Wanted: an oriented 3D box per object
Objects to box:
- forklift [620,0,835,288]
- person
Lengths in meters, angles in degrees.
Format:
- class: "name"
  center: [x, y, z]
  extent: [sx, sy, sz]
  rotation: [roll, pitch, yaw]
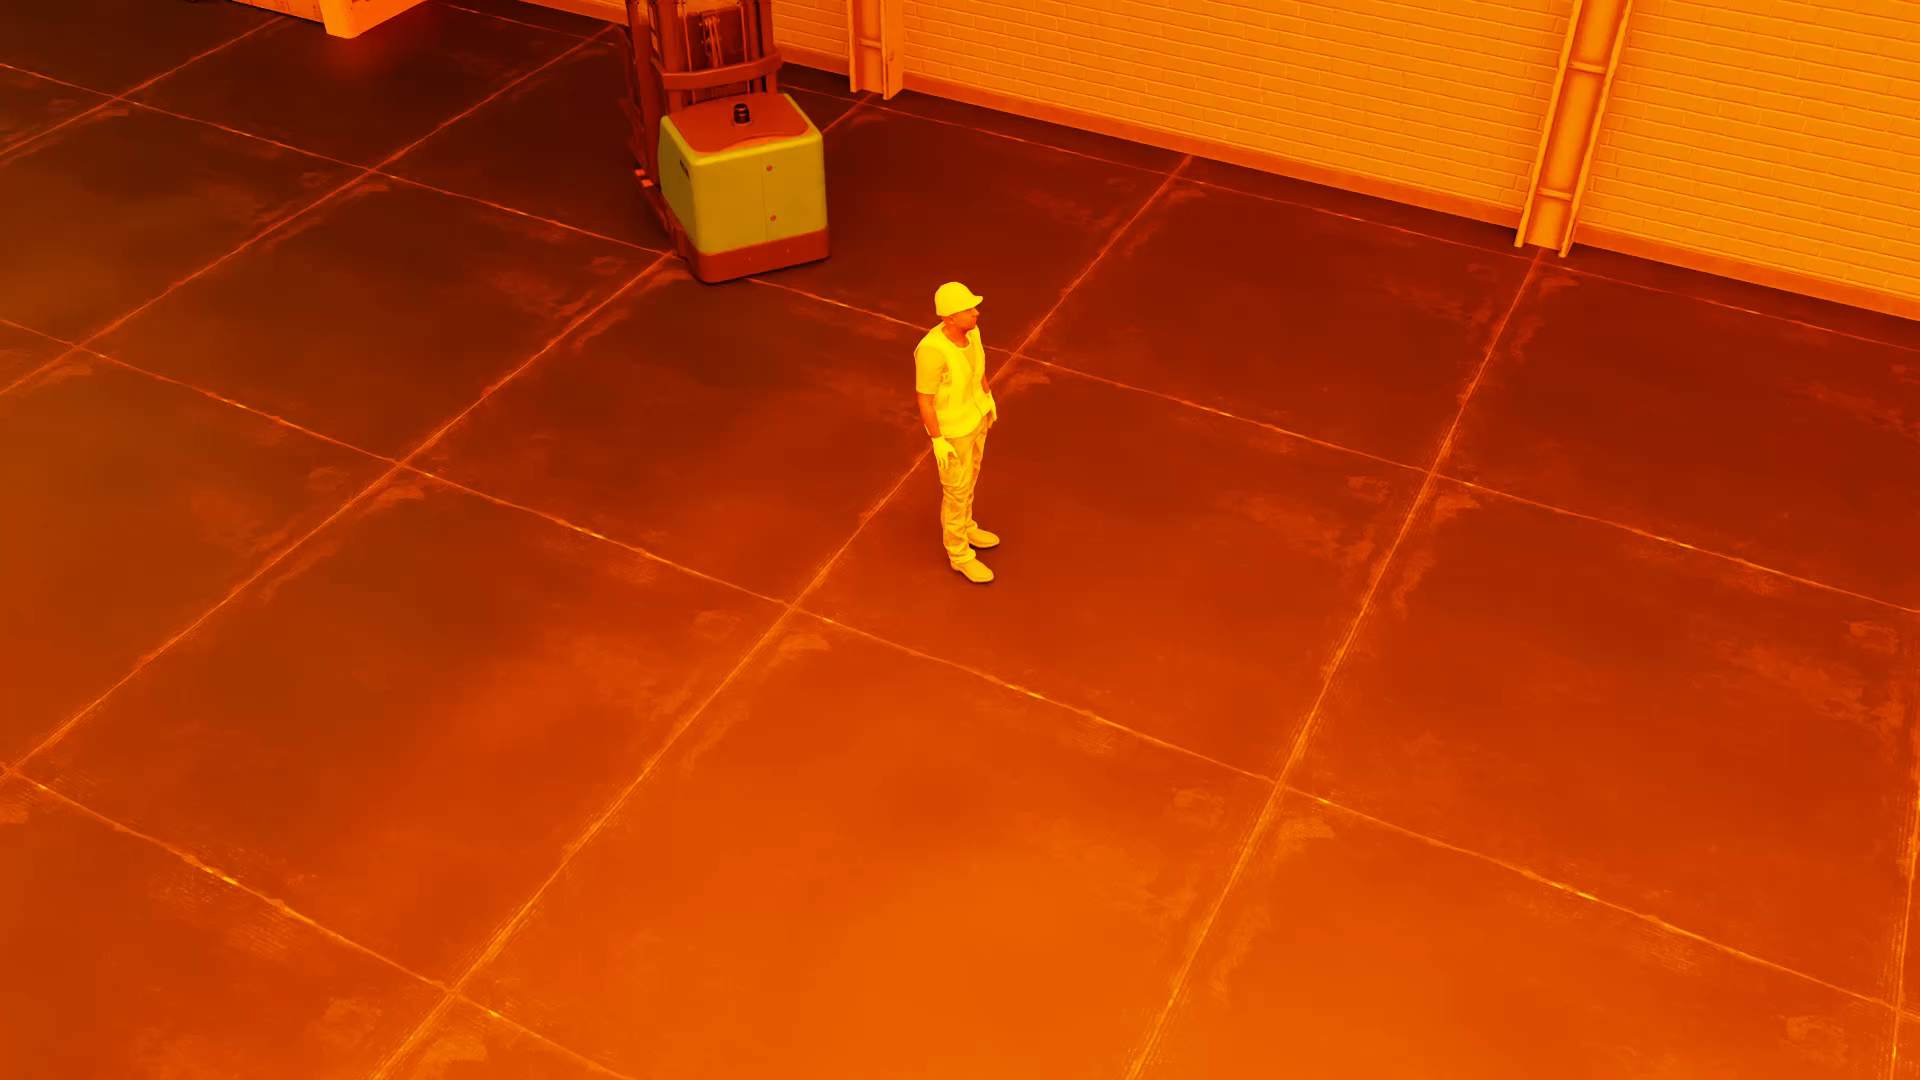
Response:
- class: "forklift"
  center: [-2.021, -3.950, 12.676]
  extent: [1.130, 2.935, 3.031]
  rotation: [-16, 43, -18]
- class: "person"
  center: [0.059, -0.661, 9.651]
  extent: [0.577, 1.782, 0.656]
  rotation: [18, 43, 21]
